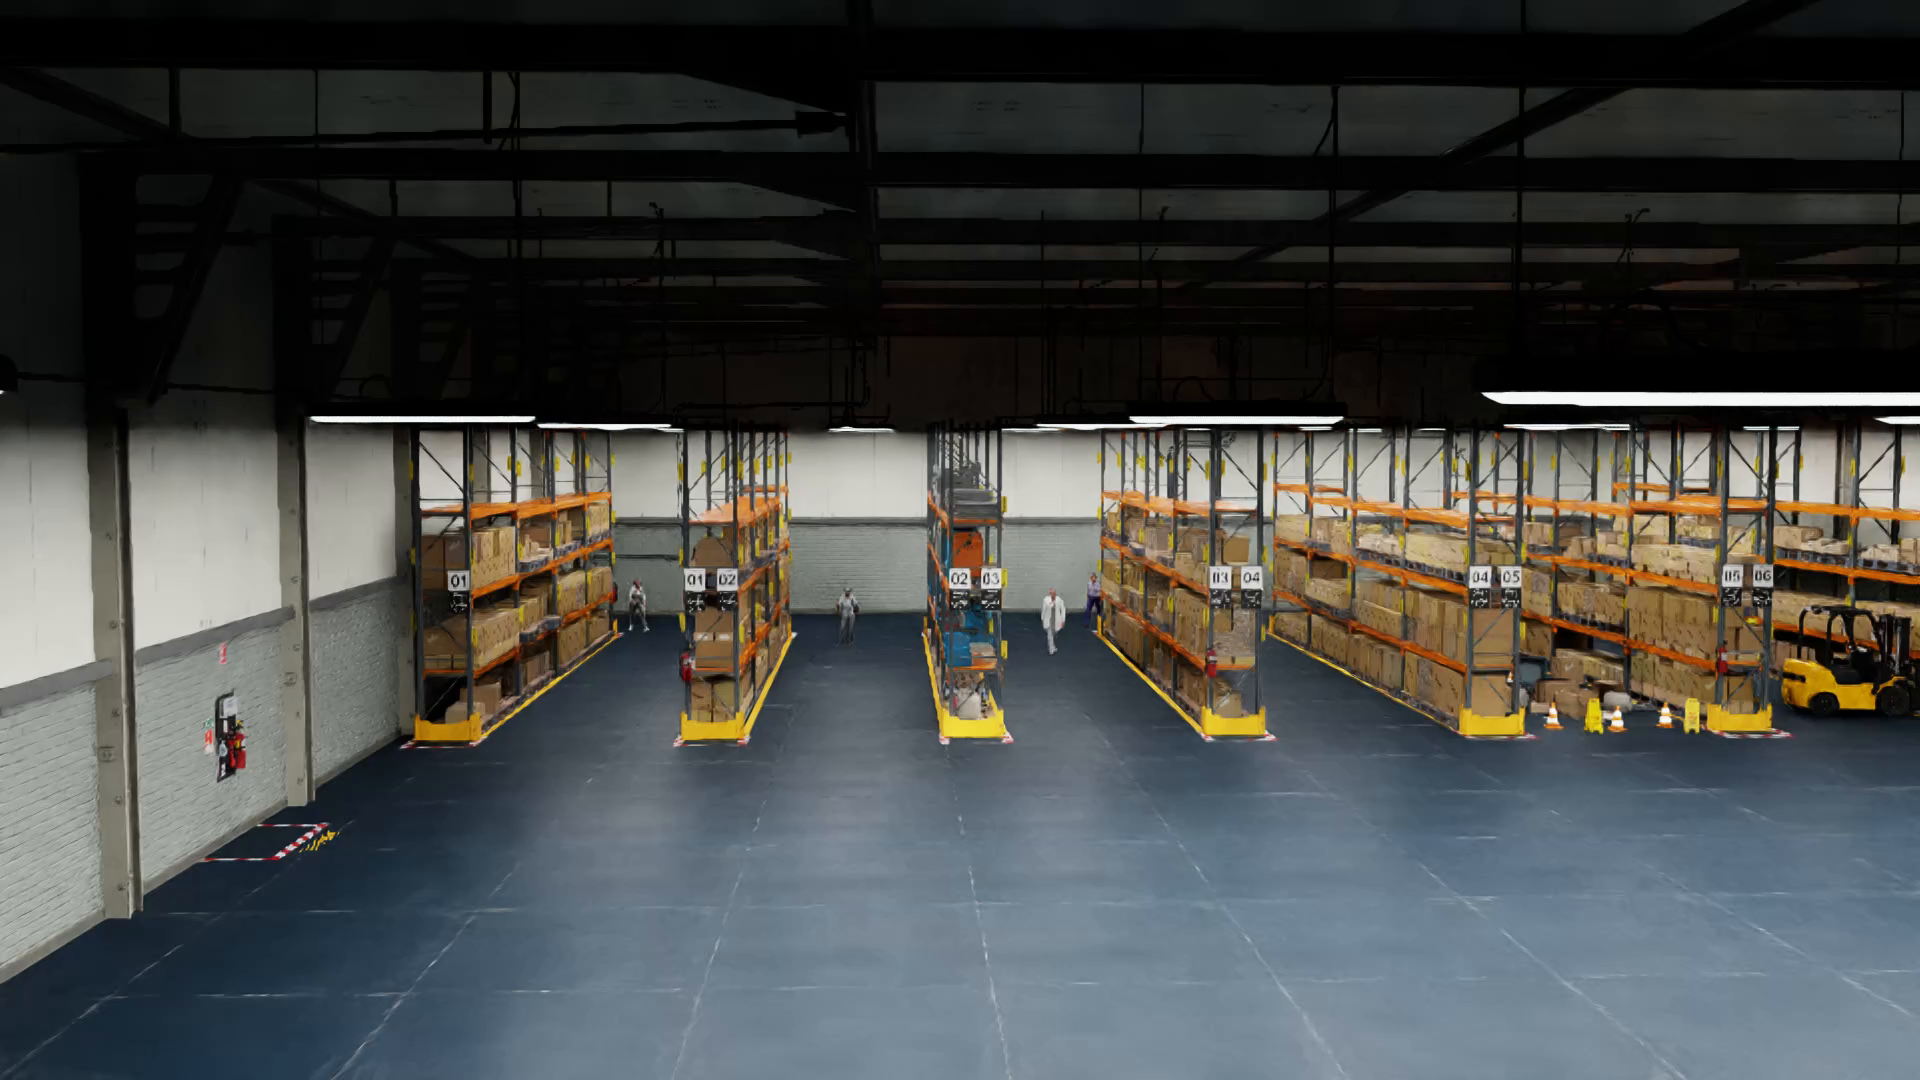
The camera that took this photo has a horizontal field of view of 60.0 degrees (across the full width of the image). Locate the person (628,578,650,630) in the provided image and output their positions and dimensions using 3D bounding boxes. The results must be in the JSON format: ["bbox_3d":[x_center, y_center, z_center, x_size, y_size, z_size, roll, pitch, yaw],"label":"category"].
[{"bbox_3d":[-9.362,1.859,48.252,0.562,1.536,0.738,-2,4,-25],"label":"person"}]

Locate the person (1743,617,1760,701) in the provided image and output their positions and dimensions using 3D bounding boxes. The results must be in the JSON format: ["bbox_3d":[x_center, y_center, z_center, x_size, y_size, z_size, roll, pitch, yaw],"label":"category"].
[{"bbox_3d":[16.927,2.539,35.702,0.497,1.765,0.625,2,4,27],"label":"person"}]

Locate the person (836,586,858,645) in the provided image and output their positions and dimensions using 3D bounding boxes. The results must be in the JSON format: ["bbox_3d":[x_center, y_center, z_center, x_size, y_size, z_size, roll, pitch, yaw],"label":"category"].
[{"bbox_3d":[-3.046,2.038,44.980,0.592,1.629,0.532,0,4,-5],"label":"person"}]

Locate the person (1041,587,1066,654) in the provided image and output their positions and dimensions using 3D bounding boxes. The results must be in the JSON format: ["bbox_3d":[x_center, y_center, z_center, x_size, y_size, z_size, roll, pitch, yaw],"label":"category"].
[{"bbox_3d":[2.431,2.089,43.242,0.603,1.725,1.110,0,4,-3],"label":"person"}]

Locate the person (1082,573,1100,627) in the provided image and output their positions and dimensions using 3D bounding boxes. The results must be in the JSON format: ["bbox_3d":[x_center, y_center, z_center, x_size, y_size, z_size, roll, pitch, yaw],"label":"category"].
[{"bbox_3d":[3.986,1.767,49.348,0.523,1.594,0.934,1,4,22],"label":"person"}]
